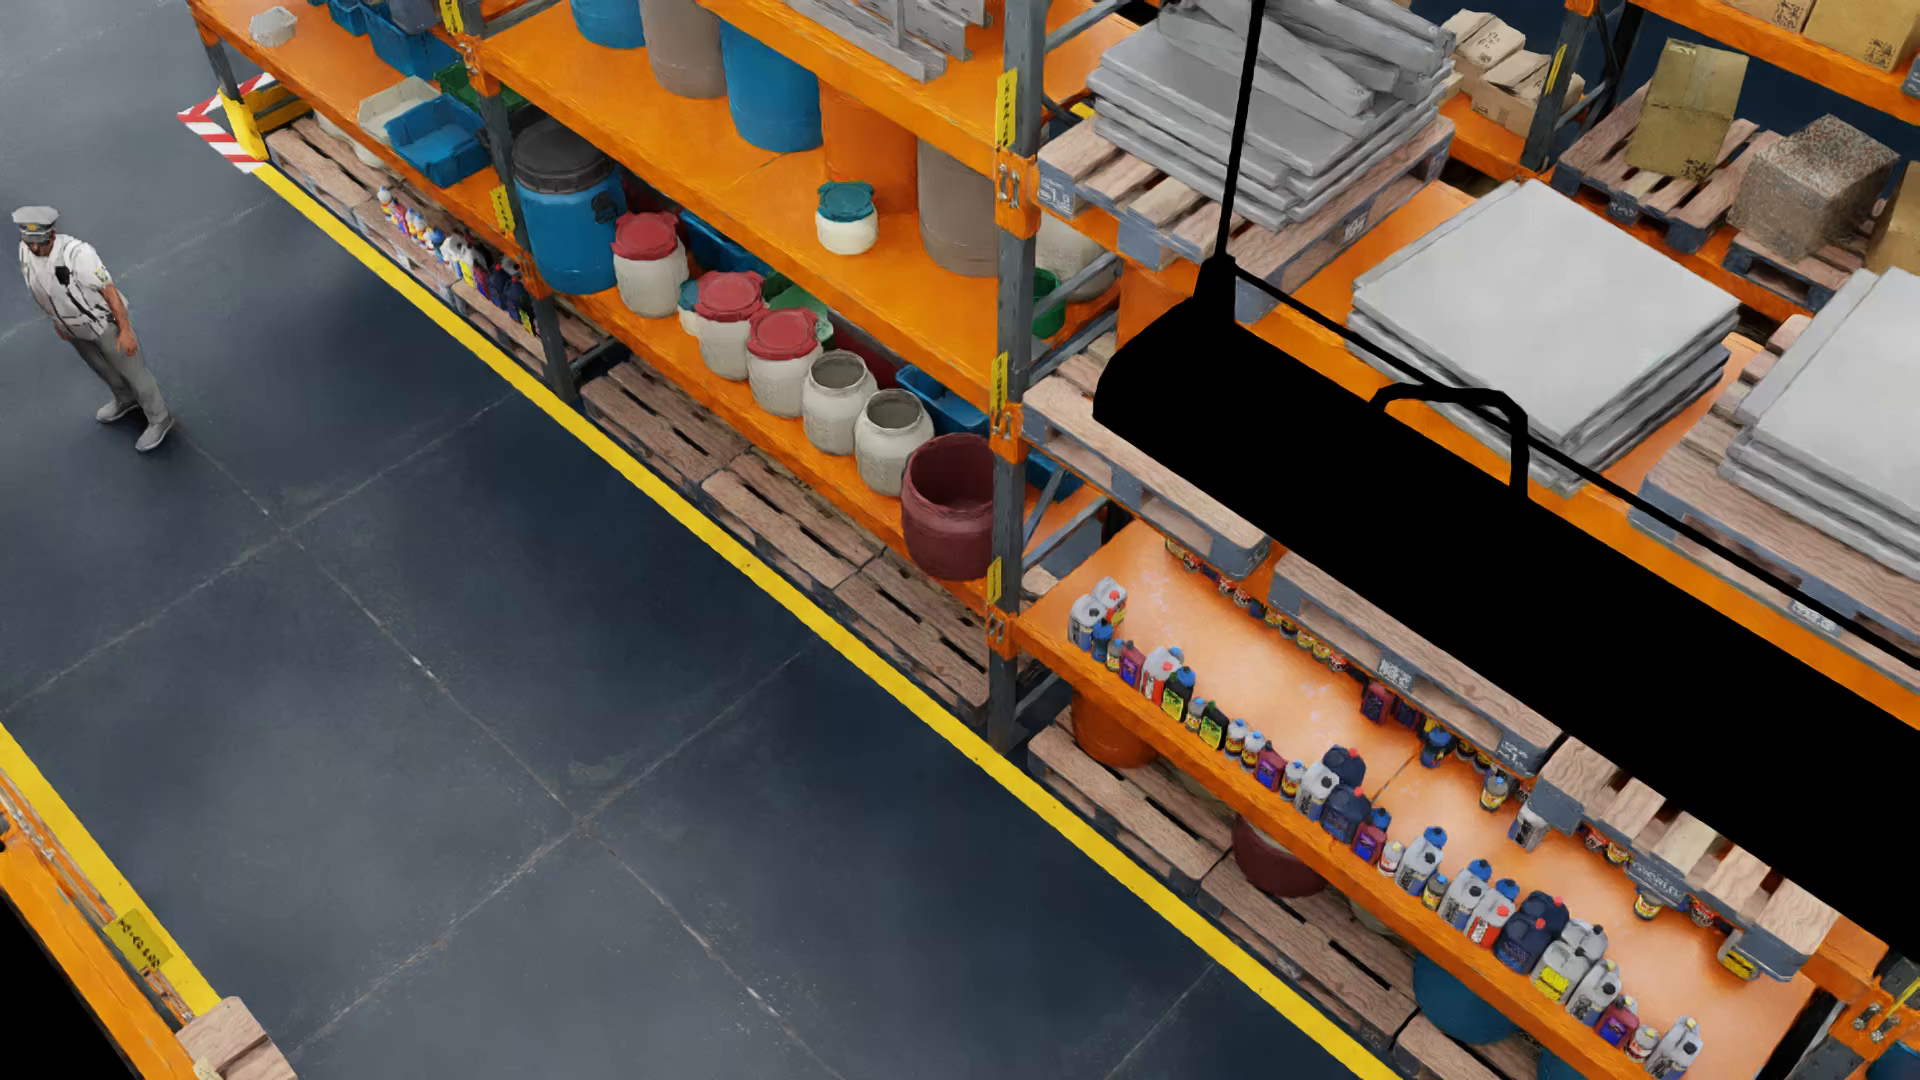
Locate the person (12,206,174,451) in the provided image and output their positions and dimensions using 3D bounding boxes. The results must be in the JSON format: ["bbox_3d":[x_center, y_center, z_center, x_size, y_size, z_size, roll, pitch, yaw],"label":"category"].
[{"bbox_3d":[-5.424,-1.329,10.339,0.628,1.768,0.492,12,51,10],"label":"person"}]
